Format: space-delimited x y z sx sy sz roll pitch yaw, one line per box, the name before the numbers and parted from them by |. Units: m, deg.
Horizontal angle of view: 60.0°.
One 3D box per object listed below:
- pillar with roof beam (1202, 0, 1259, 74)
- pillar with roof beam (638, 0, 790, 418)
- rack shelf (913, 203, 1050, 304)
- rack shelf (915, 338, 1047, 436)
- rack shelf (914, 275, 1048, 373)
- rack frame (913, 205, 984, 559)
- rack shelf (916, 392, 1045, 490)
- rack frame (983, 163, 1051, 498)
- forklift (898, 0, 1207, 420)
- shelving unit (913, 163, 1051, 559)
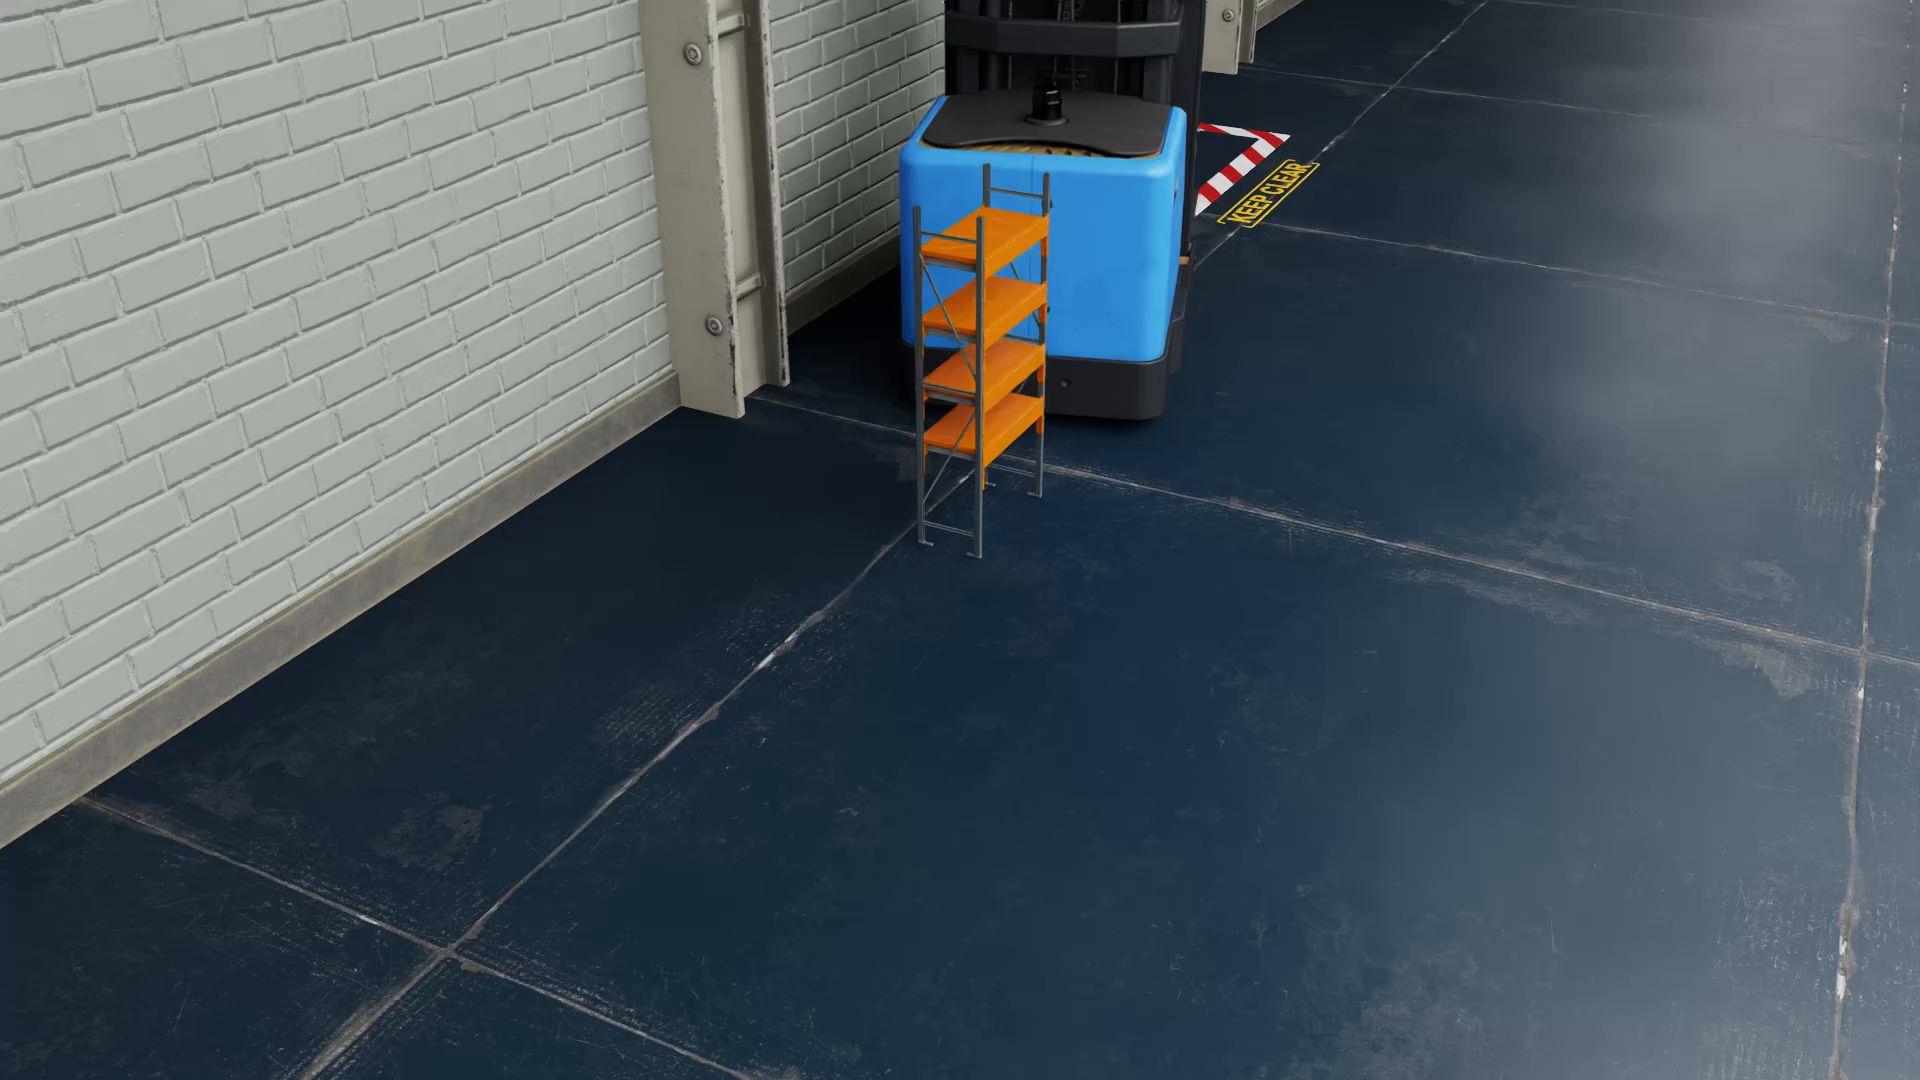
pillar with roof beam | 5.639 -6.188 7.490 9.100 9.000 0.400 14 33 23
pillar with roof beam | 2.906 -3.529 2.858 9.100 9.000 0.400 14 33 23
rack shelf | 0.075 -0.934 5.383 0.258 0.148 0.480 14 33 23
rack shelf | 0.075 -0.535 5.612 0.258 0.148 0.480 14 33 23
rack shelf | 0.075 -0.729 5.501 0.258 0.148 0.480 14 33 23
rack frame | -0.036 -0.486 5.391 0.240 1.200 0.015 14 33 23
rack shelf | 0.075 -0.363 5.711 0.258 0.148 0.480 14 33 23
rack frame | 0.187 -0.702 5.767 0.240 1.200 0.015 14 33 23
forklift | 0.521 -2.449 7.072 1.130 2.935 3.031 5 30 9
shelving unit | 0.075 -0.594 5.579 0.258 1.200 0.503 14 33 23
